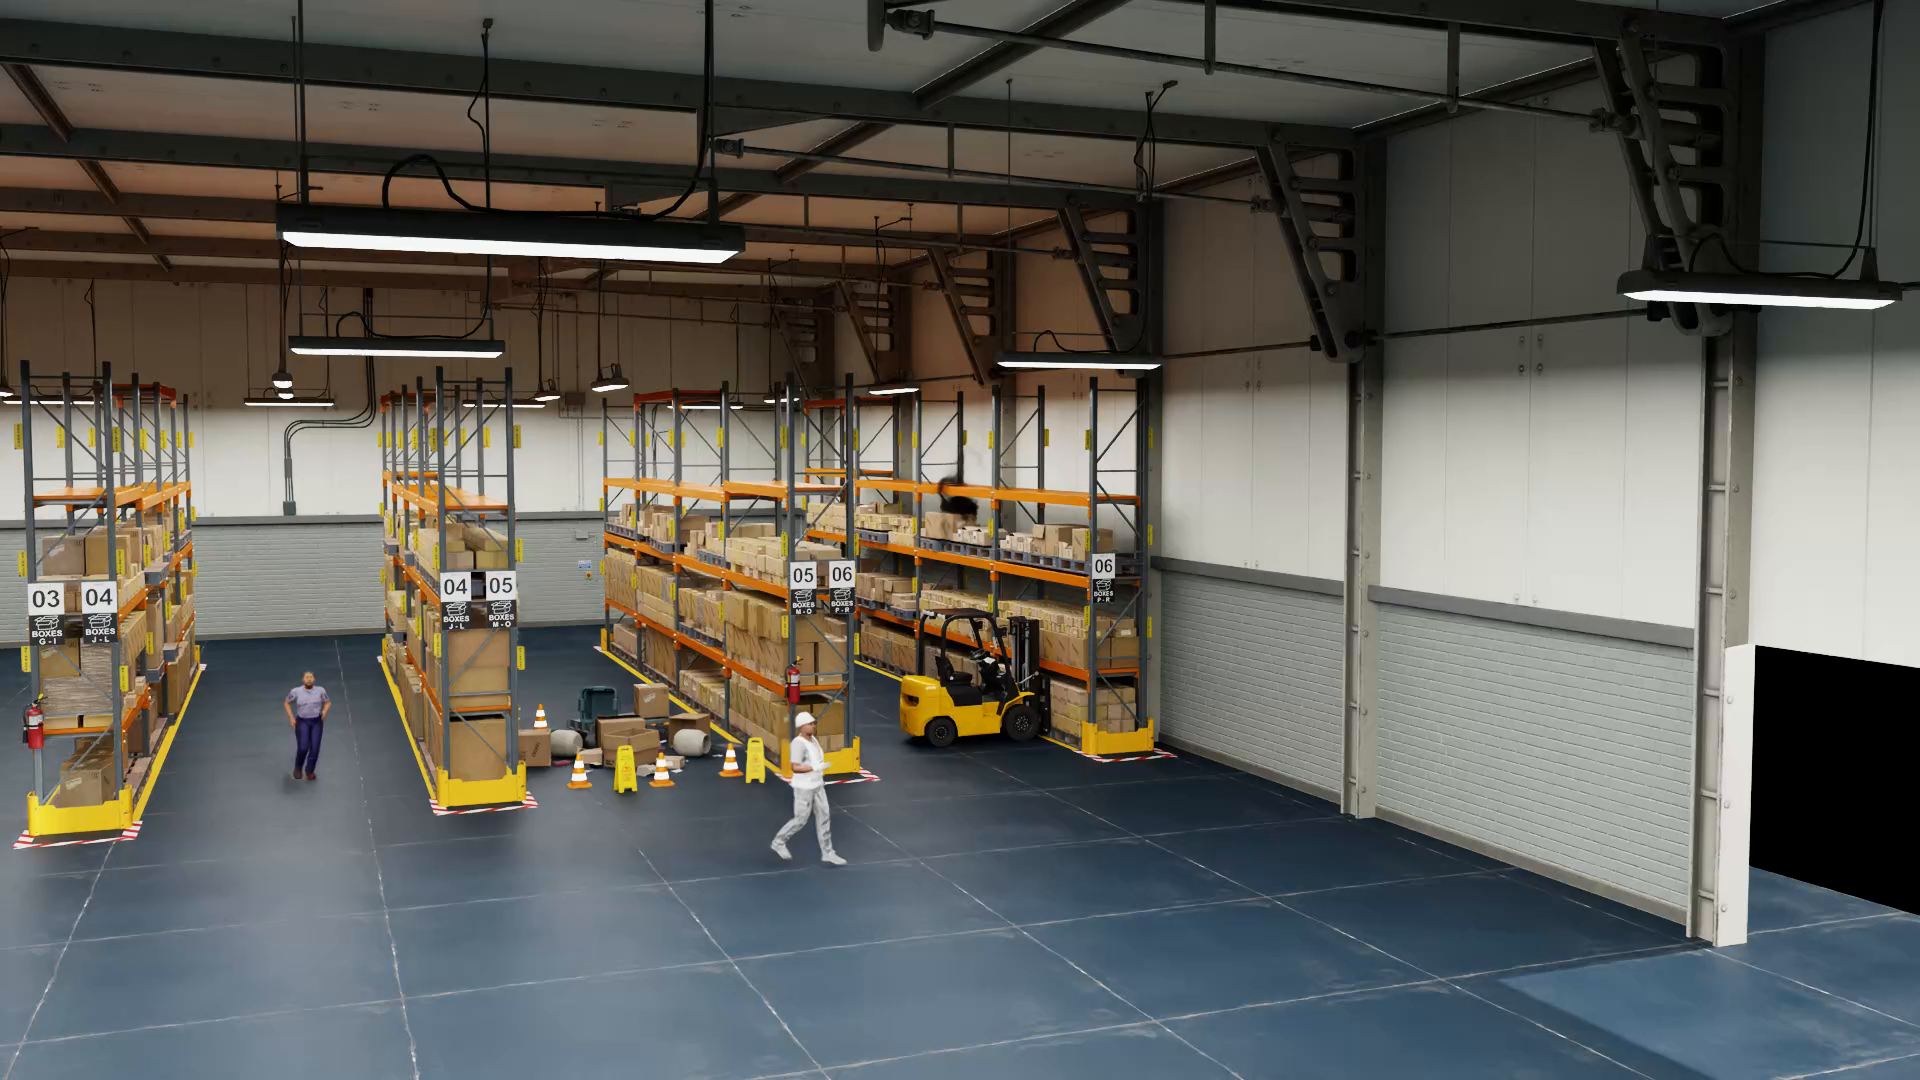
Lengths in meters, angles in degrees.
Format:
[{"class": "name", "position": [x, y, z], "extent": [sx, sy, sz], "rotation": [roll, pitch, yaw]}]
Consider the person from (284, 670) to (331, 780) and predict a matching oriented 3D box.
[{"class": "person", "position": [-9.539, 2.724, 24.406], "extent": [0.612, 1.617, 0.569], "rotation": [-2, 4, -33]}]

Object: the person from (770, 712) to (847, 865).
[{"class": "person", "position": [-1.780, 2.902, 19.481], "extent": [0.929, 1.779, 0.683], "rotation": [1, 4, 21]}]
